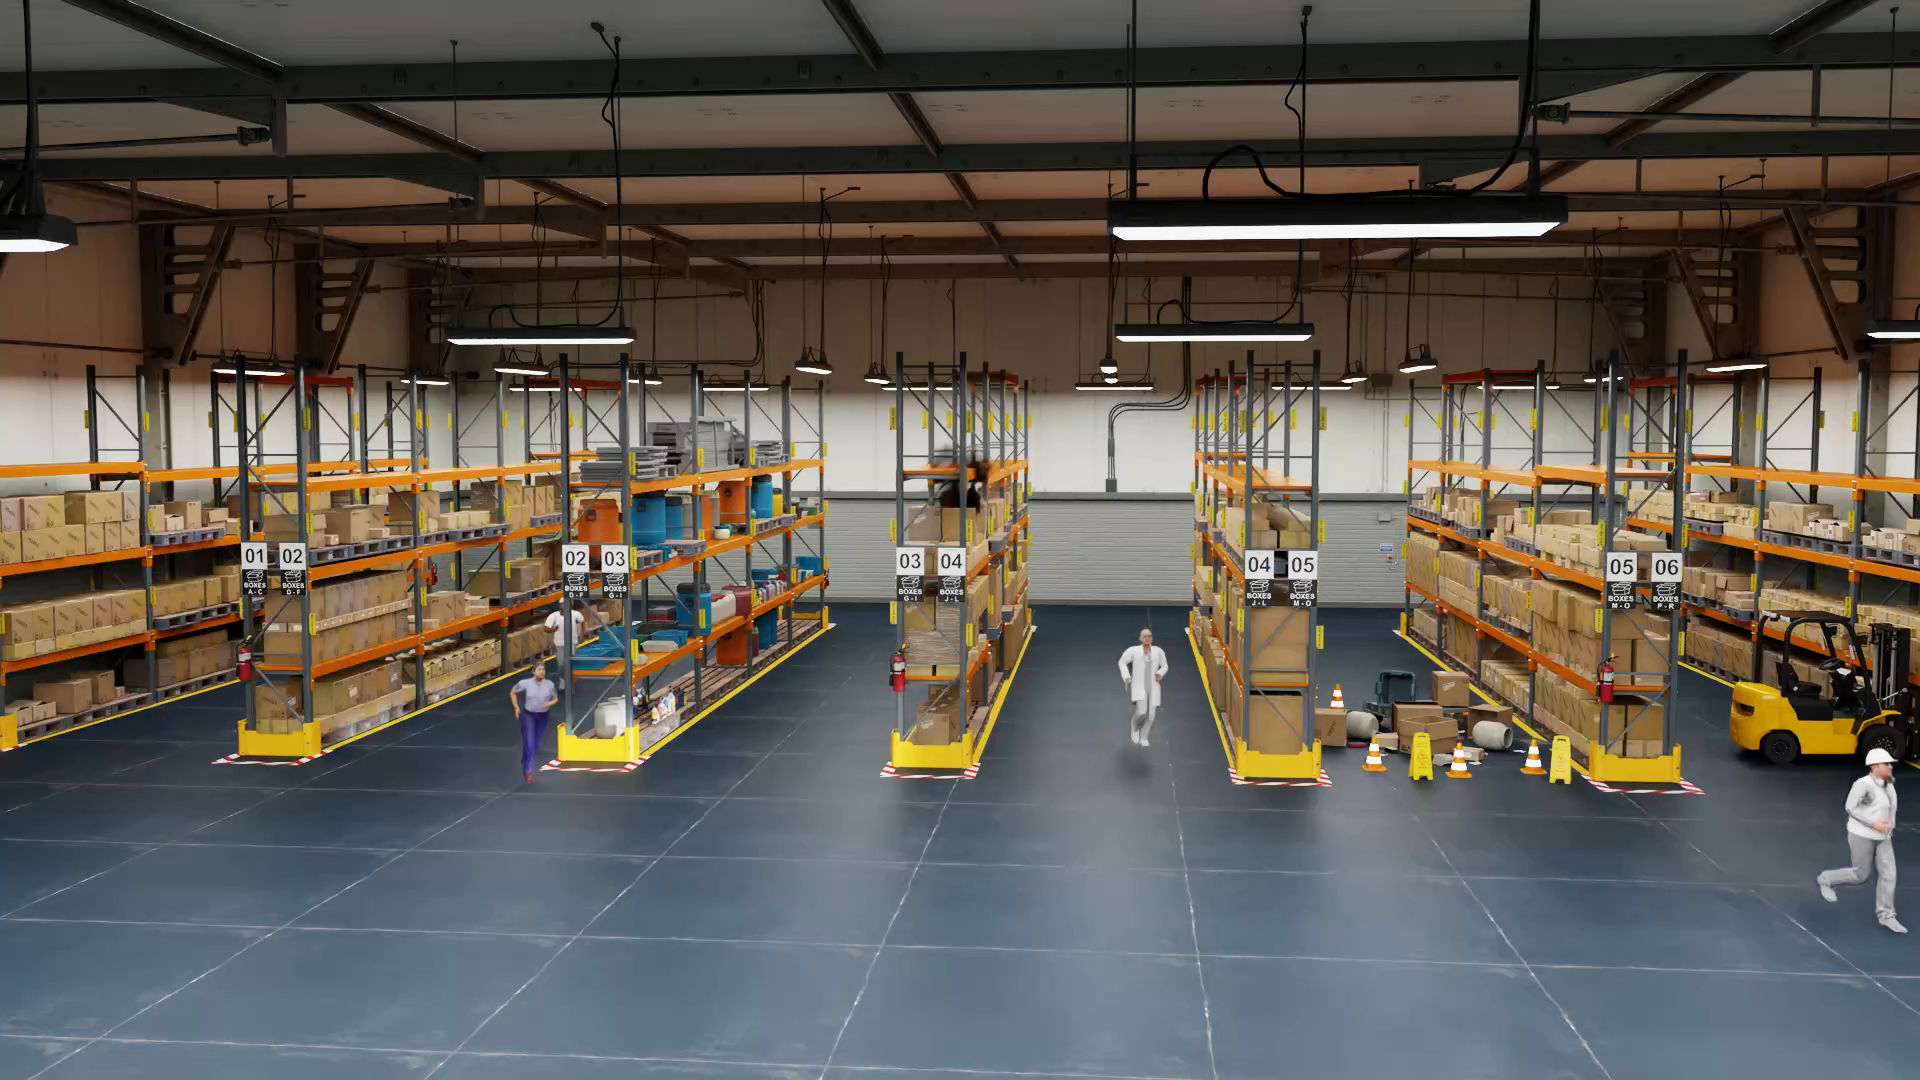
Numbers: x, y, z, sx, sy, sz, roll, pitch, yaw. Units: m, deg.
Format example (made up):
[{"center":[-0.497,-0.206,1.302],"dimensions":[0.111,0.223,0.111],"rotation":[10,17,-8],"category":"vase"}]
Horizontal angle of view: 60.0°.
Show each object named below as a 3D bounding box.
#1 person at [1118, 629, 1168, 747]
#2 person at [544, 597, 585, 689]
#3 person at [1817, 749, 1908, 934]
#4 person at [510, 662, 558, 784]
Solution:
[{"center":[2.723,2.177,24.350],"dimensions":[0.703,1.732,0.625],"rotation":[-1,4,-9],"category":"person"},{"center":[-7.258,1.927,30.538],"dimensions":[0.741,1.792,0.899],"rotation":[-1,4,-12],"category":"person"},{"center":[9.079,2.947,16.635],"dimensions":[0.682,1.768,0.958],"rotation":[-2,5,-29],"category":"person"},{"center":[-5.969,2.559,23.363],"dimensions":[0.613,1.705,0.772],"rotation":[-3,5,-35],"category":"person"}]
